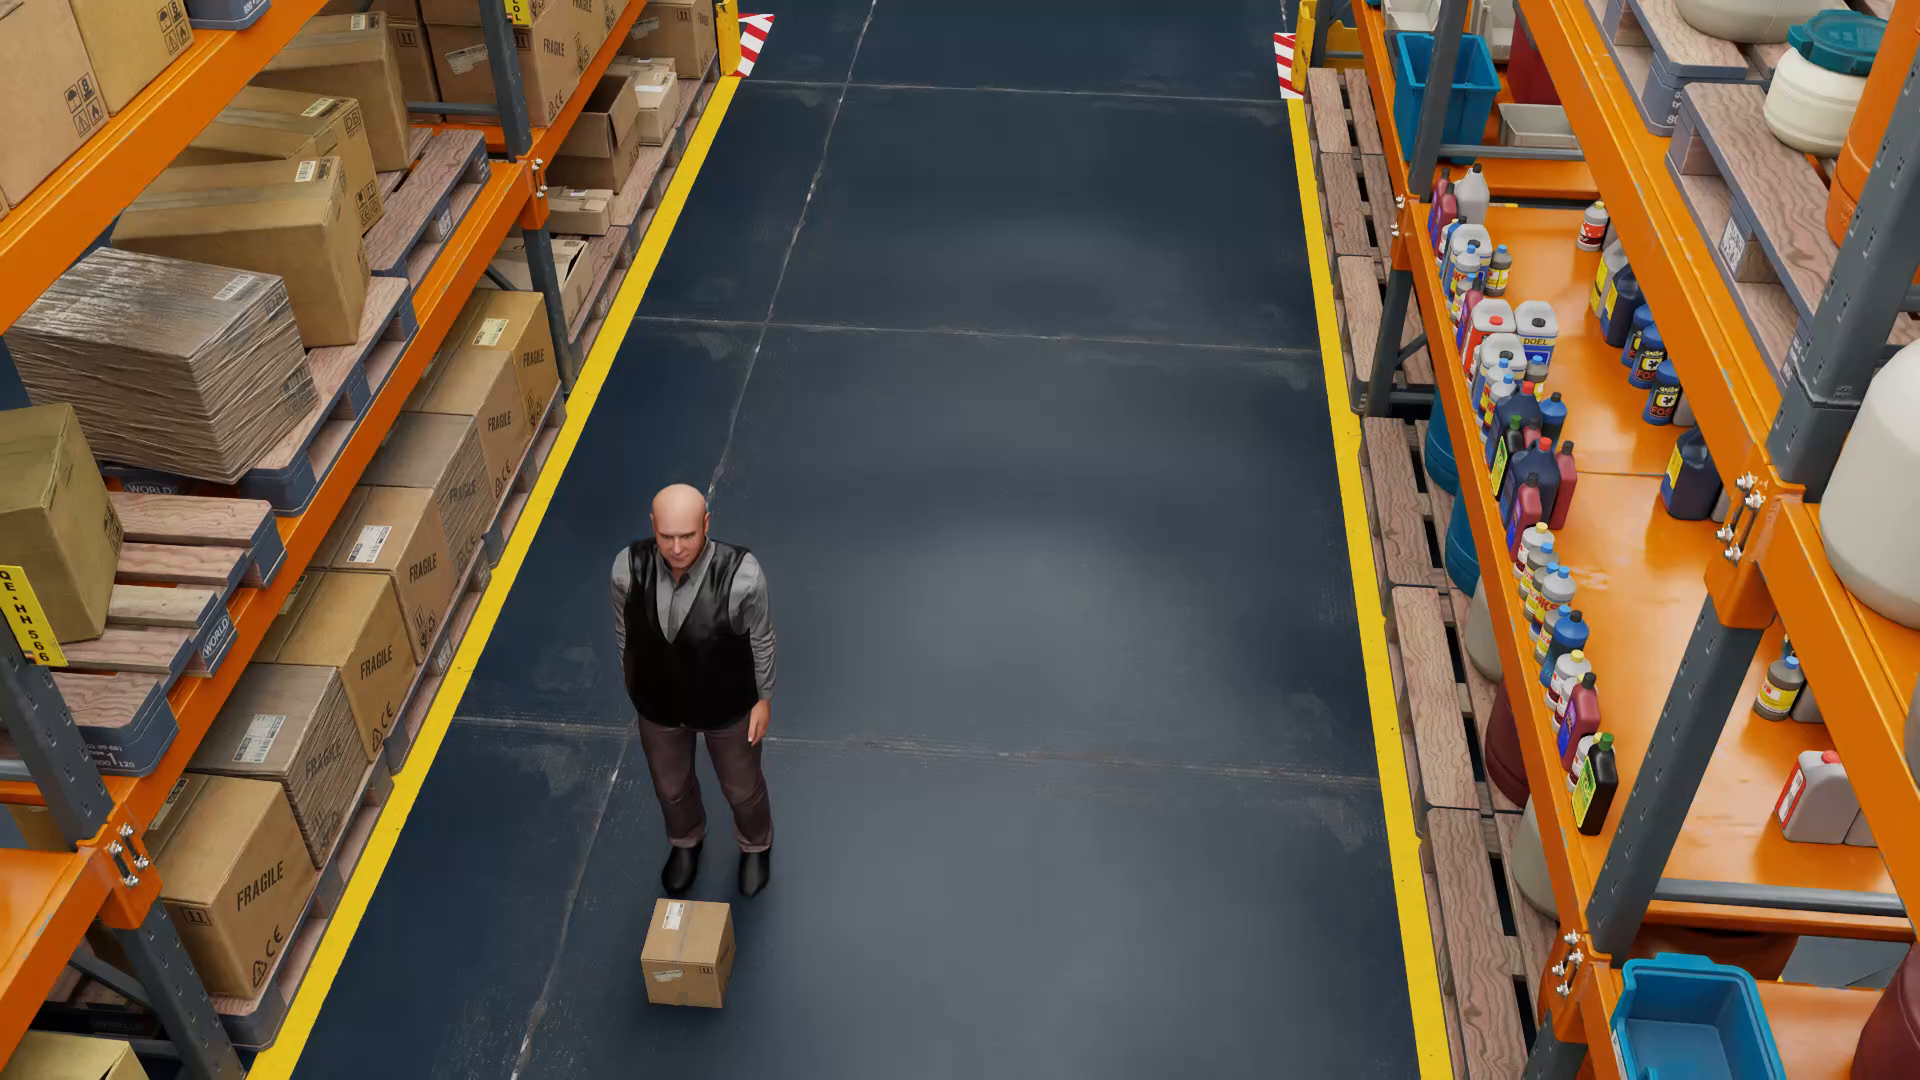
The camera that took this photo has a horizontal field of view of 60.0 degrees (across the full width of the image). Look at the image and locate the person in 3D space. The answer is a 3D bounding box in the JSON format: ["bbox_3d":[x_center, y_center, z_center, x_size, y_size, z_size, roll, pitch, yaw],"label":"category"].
[{"bbox_3d":[-0.861,0.543,5.549,0.531,1.742,0.359,4,40,5],"label":"person"}]
